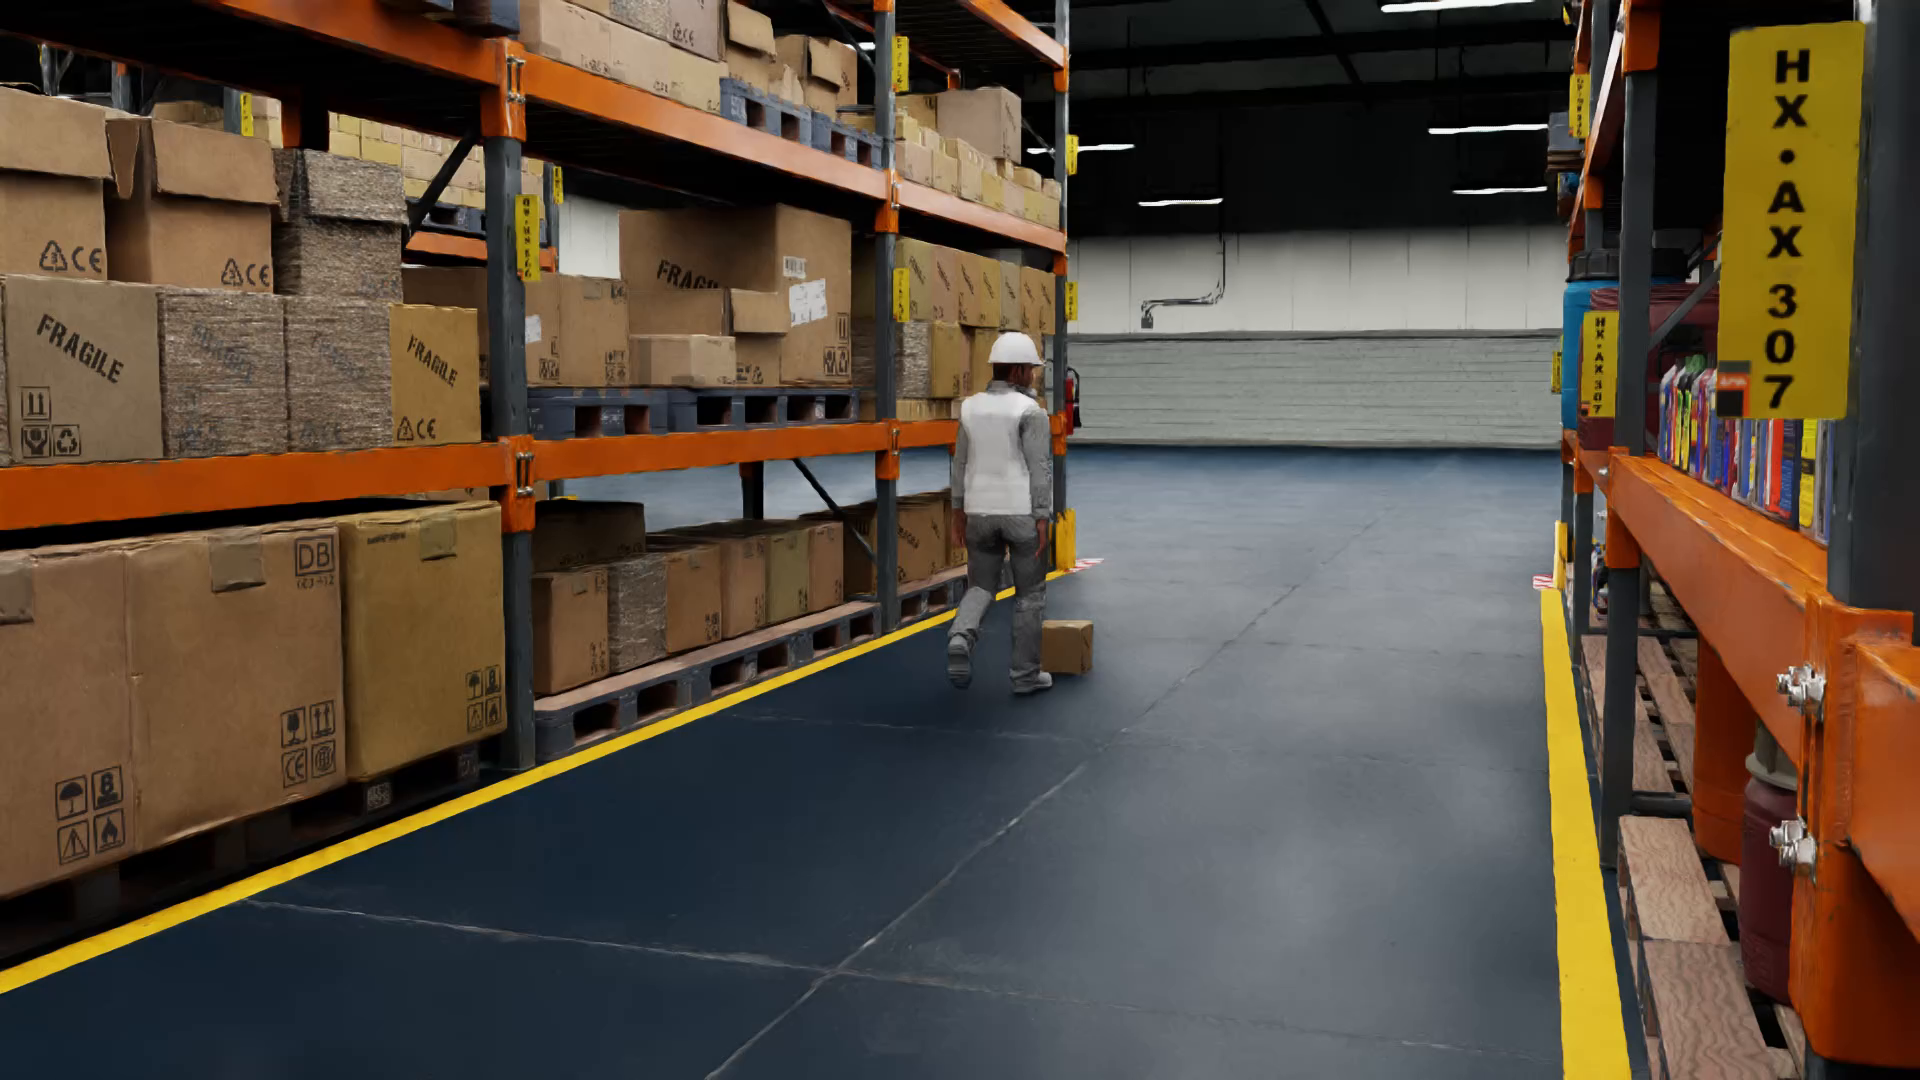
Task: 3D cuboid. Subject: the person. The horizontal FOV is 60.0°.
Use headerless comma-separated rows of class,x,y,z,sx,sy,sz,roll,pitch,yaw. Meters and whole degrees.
person,0.200,-0.120,8.067,0.567,1.762,0.758,3,6,30
